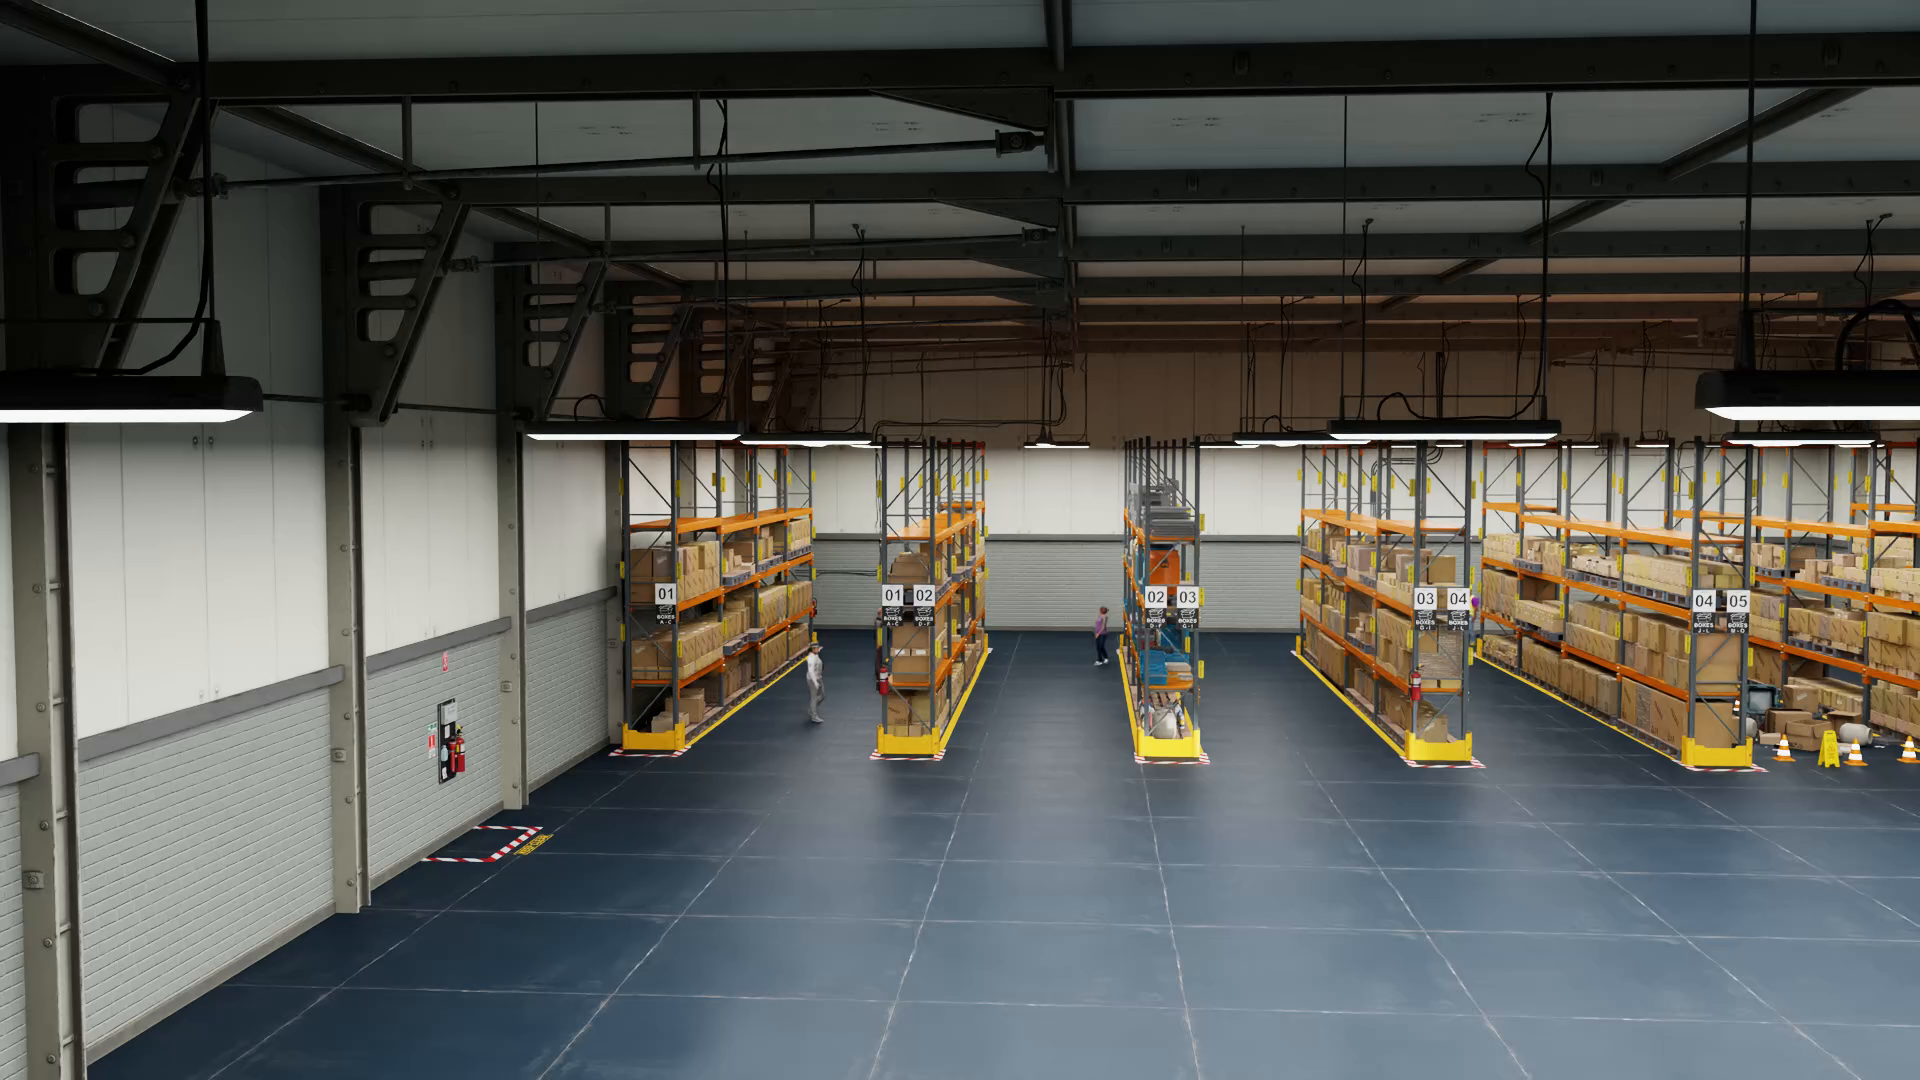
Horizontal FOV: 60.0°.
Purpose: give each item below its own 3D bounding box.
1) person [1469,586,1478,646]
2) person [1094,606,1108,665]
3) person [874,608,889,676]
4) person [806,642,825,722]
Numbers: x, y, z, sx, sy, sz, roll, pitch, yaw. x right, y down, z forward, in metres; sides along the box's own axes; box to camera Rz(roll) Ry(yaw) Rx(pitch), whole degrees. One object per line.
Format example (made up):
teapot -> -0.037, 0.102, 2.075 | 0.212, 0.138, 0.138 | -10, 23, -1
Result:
person -> 14.941, 2.227, 48.932 | 0.634, 1.772, 0.395 | 2, 4, 39
person -> 3.722, 2.563, 44.420 | 0.454, 1.594, 0.481 | -2, 4, -32
person -> -2.003, 2.594, 42.375 | 0.361, 1.730, 0.607 | 1, 3, 12
person -> -3.045, 2.998, 35.283 | 0.467, 1.684, 0.618 | 1, 3, 15
